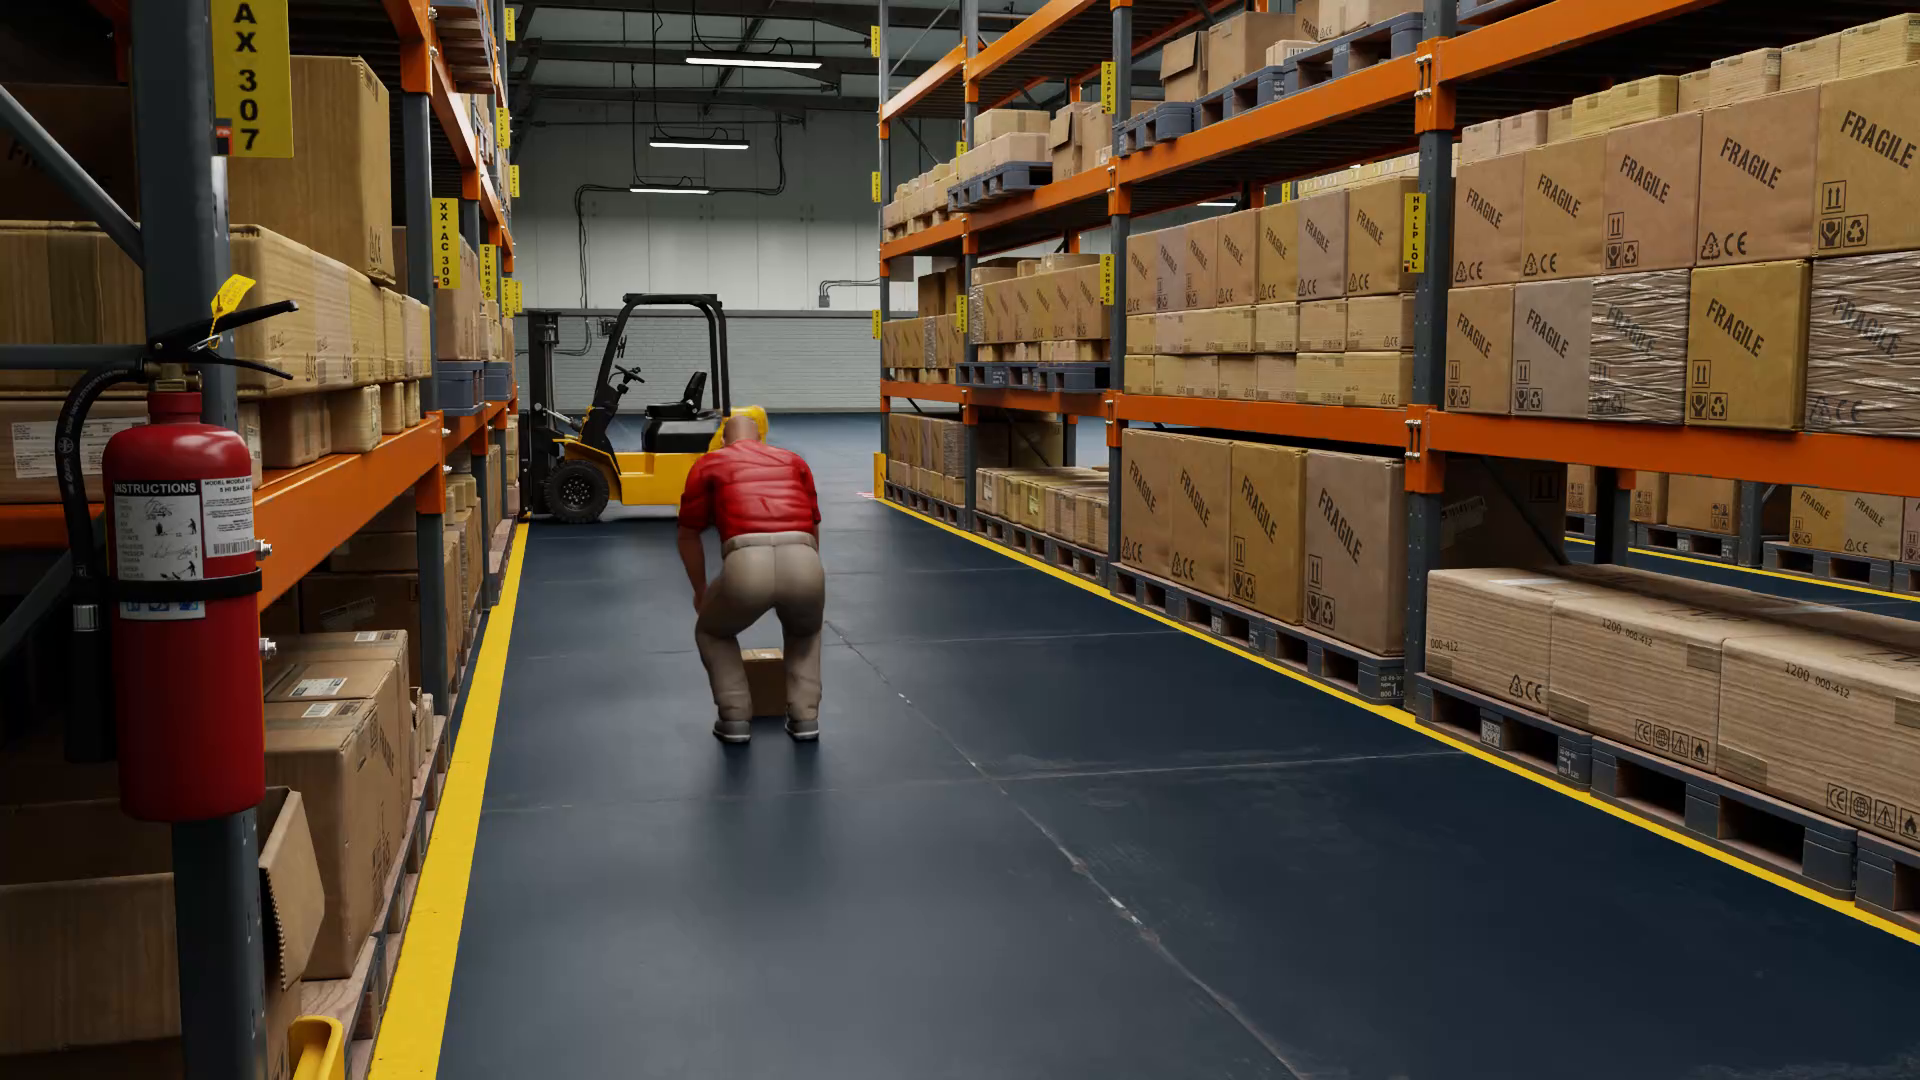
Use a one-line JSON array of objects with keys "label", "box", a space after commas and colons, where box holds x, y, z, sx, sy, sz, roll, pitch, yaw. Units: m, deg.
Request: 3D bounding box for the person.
[{"label": "person", "box": [-0.833, 0.154, 6.725, 0.588, 1.280, 0.770, -1, 6, -14]}]
